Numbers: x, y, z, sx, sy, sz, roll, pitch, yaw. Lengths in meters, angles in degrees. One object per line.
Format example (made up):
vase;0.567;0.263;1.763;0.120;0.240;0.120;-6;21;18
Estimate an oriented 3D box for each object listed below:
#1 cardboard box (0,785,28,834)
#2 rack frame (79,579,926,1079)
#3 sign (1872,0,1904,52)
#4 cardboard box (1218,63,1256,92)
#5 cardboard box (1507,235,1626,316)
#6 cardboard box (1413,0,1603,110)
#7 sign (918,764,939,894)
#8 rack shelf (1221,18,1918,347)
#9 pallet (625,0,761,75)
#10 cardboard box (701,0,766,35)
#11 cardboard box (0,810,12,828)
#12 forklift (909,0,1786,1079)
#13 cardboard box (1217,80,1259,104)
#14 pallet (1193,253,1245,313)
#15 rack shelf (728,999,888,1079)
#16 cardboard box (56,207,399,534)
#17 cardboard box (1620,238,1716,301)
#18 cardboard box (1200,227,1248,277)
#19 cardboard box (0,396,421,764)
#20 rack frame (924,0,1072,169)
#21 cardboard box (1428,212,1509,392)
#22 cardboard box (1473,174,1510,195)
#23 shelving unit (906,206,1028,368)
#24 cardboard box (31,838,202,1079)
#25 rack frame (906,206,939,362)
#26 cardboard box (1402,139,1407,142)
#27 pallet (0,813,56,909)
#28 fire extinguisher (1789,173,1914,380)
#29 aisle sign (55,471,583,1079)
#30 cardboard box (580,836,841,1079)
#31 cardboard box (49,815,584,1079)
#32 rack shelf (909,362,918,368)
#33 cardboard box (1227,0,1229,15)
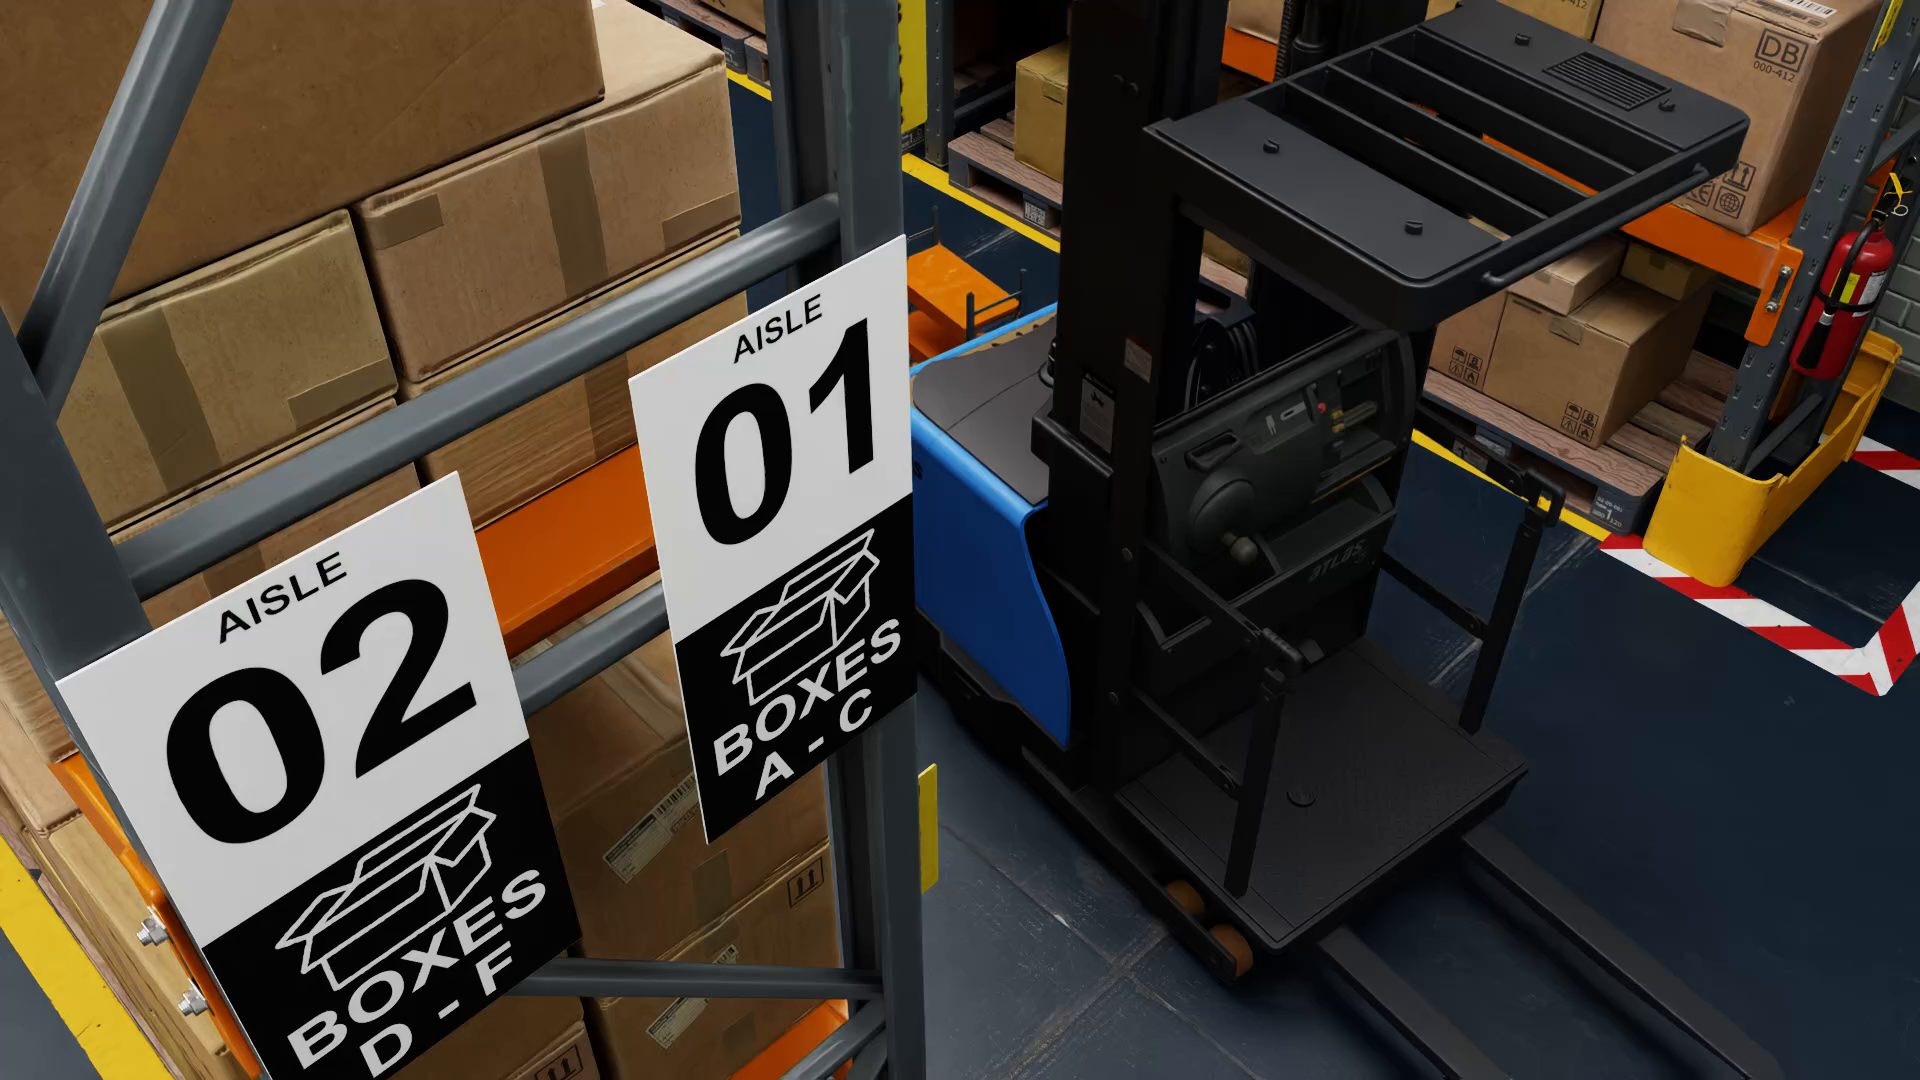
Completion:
cardboard box;-1.695;0.117;3.103;0.500;0.500;0.500;-33;52;-30
rack frame;-0.460;1.092;2.858;1.000;3.000;0.127;-34;53;-31
sign;2.651;-1.543;4.681;0.100;0.325;0.005;-34;53;-31
cardboard box;1.274;-2.058;7.321;0.250;0.149;0.380;33;52;30
cardboard box;2.260;-1.021;6.199;0.250;0.149;0.380;34;52;31
cardboard box;2.156;-1.978;5.960;0.700;0.700;0.980;34;52;31
sign;-0.076;0.514;2.845;0.100;0.325;0.005;-34;53;-31
rack shelf;1.633;-1.980;6.713;1.077;0.370;4.000;-34;53;-31
pallet;-1.244;-3.102;9.452;1.003;0.211;1.213;-34;53;-31
cardboard box;-0.961;-3.246;8.827;0.750;0.750;0.750;-32;52;-30
cardboard box;-2.042;0.239;3.708;0.500;0.500;0.500;33;52;31
forklift;1.003;-0.177;4.281;1.130;2.935;3.031;-27;49;-26
cardboard box;1.157;-1.769;7.009;0.250;0.149;0.380;33;52;30
pallet;1.568;-1.192;7.385;1.003;0.211;1.213;-34;53;-31
rack shelf;-1.872;0.396;4.142;1.077;0.370;4.000;-34;53;-31
cardboard box;-1.003;-0.263;1.856;0.500;0.250;0.500;-34;53;-31
cardboard box;2.710;-1.082;6.265;0.380;0.149;0.250;-34;52;-31
cardboard box;1.389;-1.543;7.242;0.700;0.500;0.500;-33;52;-30
cardboard box;-1.009;-0.075;2.021;0.500;0.250;0.500;-34;53;-31
rack frame;0.220;-3.206;7.509;1.000;3.000;0.127;-34;53;-31
cardboard box;2.126;-1.049;6.707;0.500;0.500;0.700;34;53;31
cardboard box;2.175;-1.446;6.659;0.380;0.149;0.250;-34;52;-31
shelving unit;-0.026;-0.527;5.936;0.258;1.200;0.503;-27;49;-26
cardboard box;-1.337;0.723;3.183;0.500;0.500;0.500;-34;52;-31
rack frame;-0.174;-0.659;6.079;0.240;1.200;0.015;-27;49;-26
cardboard box;1.813;-1.691;6.924;0.380;0.149;0.250;-34;52;-31
pallet;-2.800;0.525;5.527;1.003;0.211;1.213;-34;53;-31
fire extinguisher;2.825;-0.825;5.264;0.296;0.674;0.183;-34;53;-31
aisle sign;-0.628;0.317;1.781;0.394;0.787;0.004;-34;53;-31
cardboard box;-0.586;0.716;3.191;0.500;0.500;0.500;-33;52;-30
cardboard box;-0.969;0.606;2.573;0.500;0.500;0.500;34;52;31
rack shelf;-0.026;-0.478;5.982;0.258;0.148;0.480;-27;49;-26
cardboard box;1.103;-2.694;6.734;0.700;0.700;0.980;33;52;30
